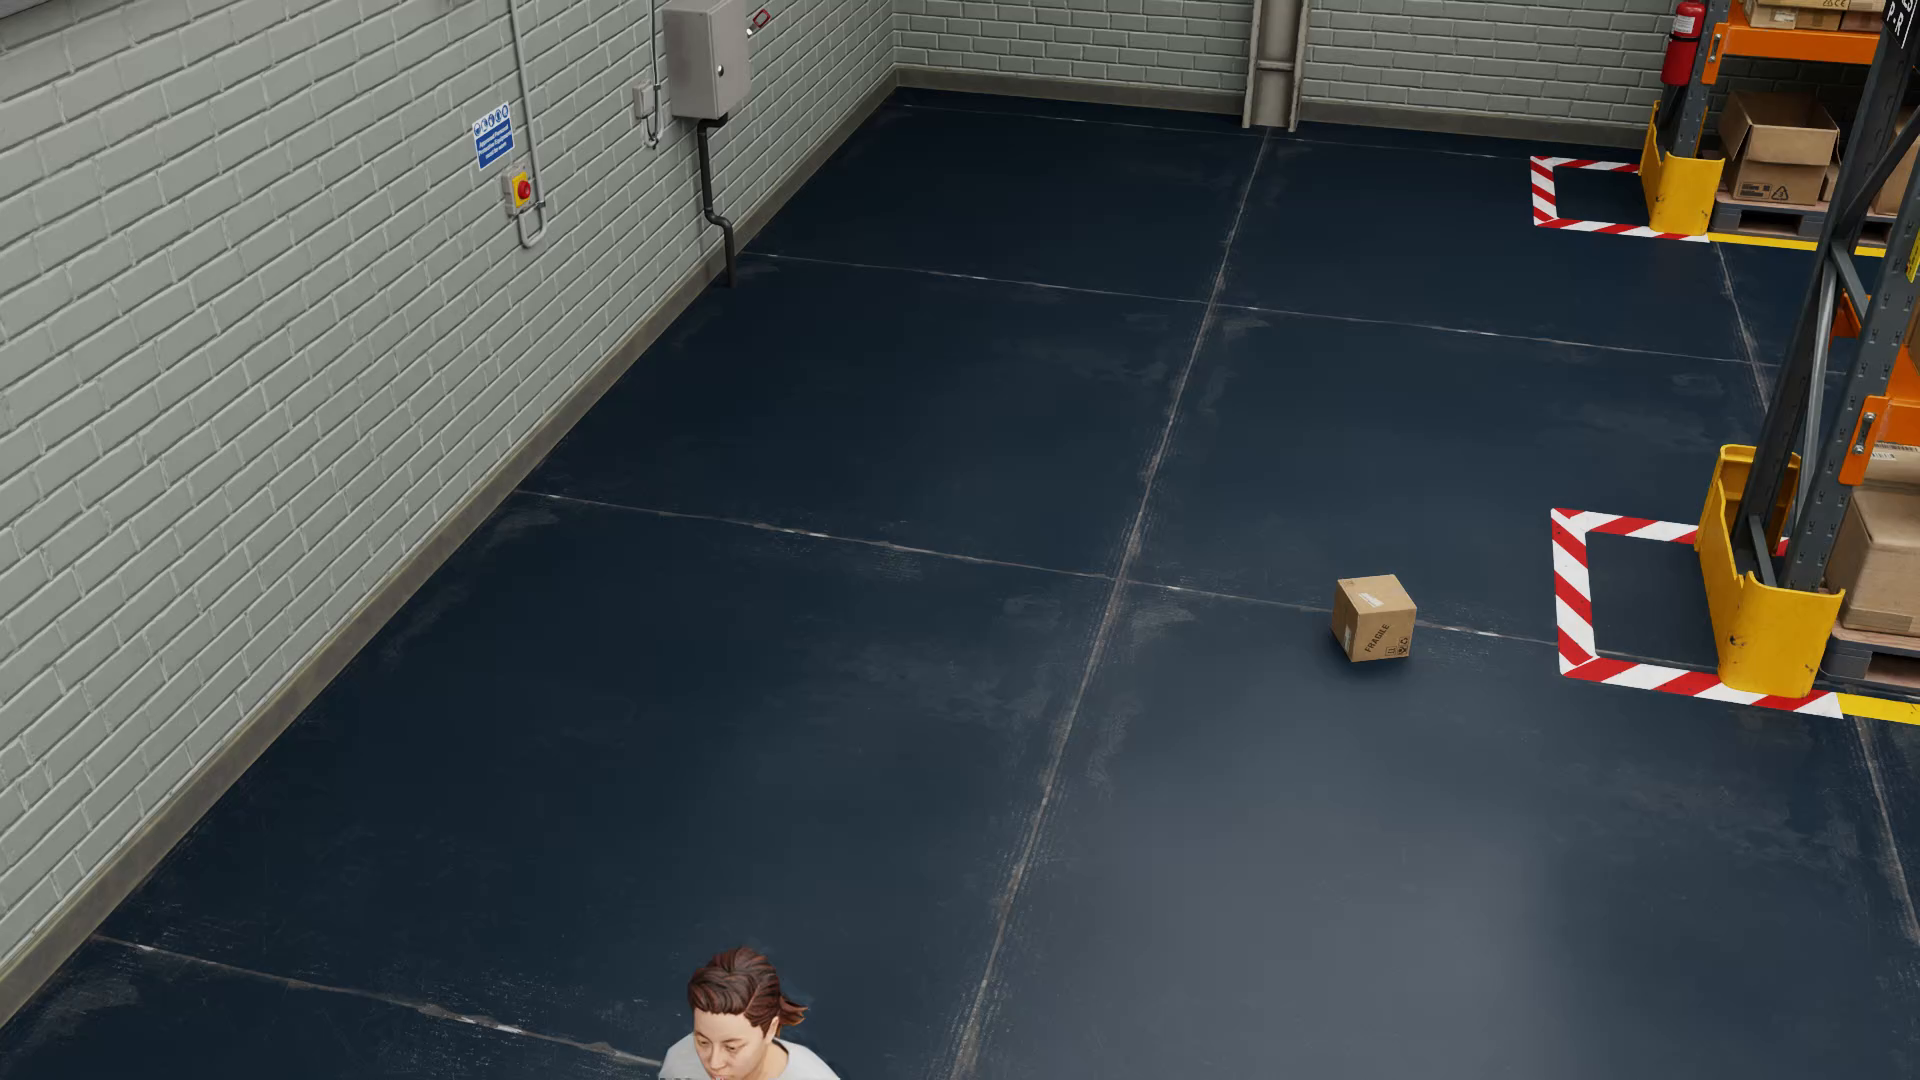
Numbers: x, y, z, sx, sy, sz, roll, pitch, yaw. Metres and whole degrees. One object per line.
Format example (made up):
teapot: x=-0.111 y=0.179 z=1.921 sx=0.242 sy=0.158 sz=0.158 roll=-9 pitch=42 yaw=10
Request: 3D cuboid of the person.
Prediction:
person: x=-0.440 y=1.574 z=3.726 sx=0.447 sy=1.712 sz=0.544 roll=14 pitch=35 yaw=20
